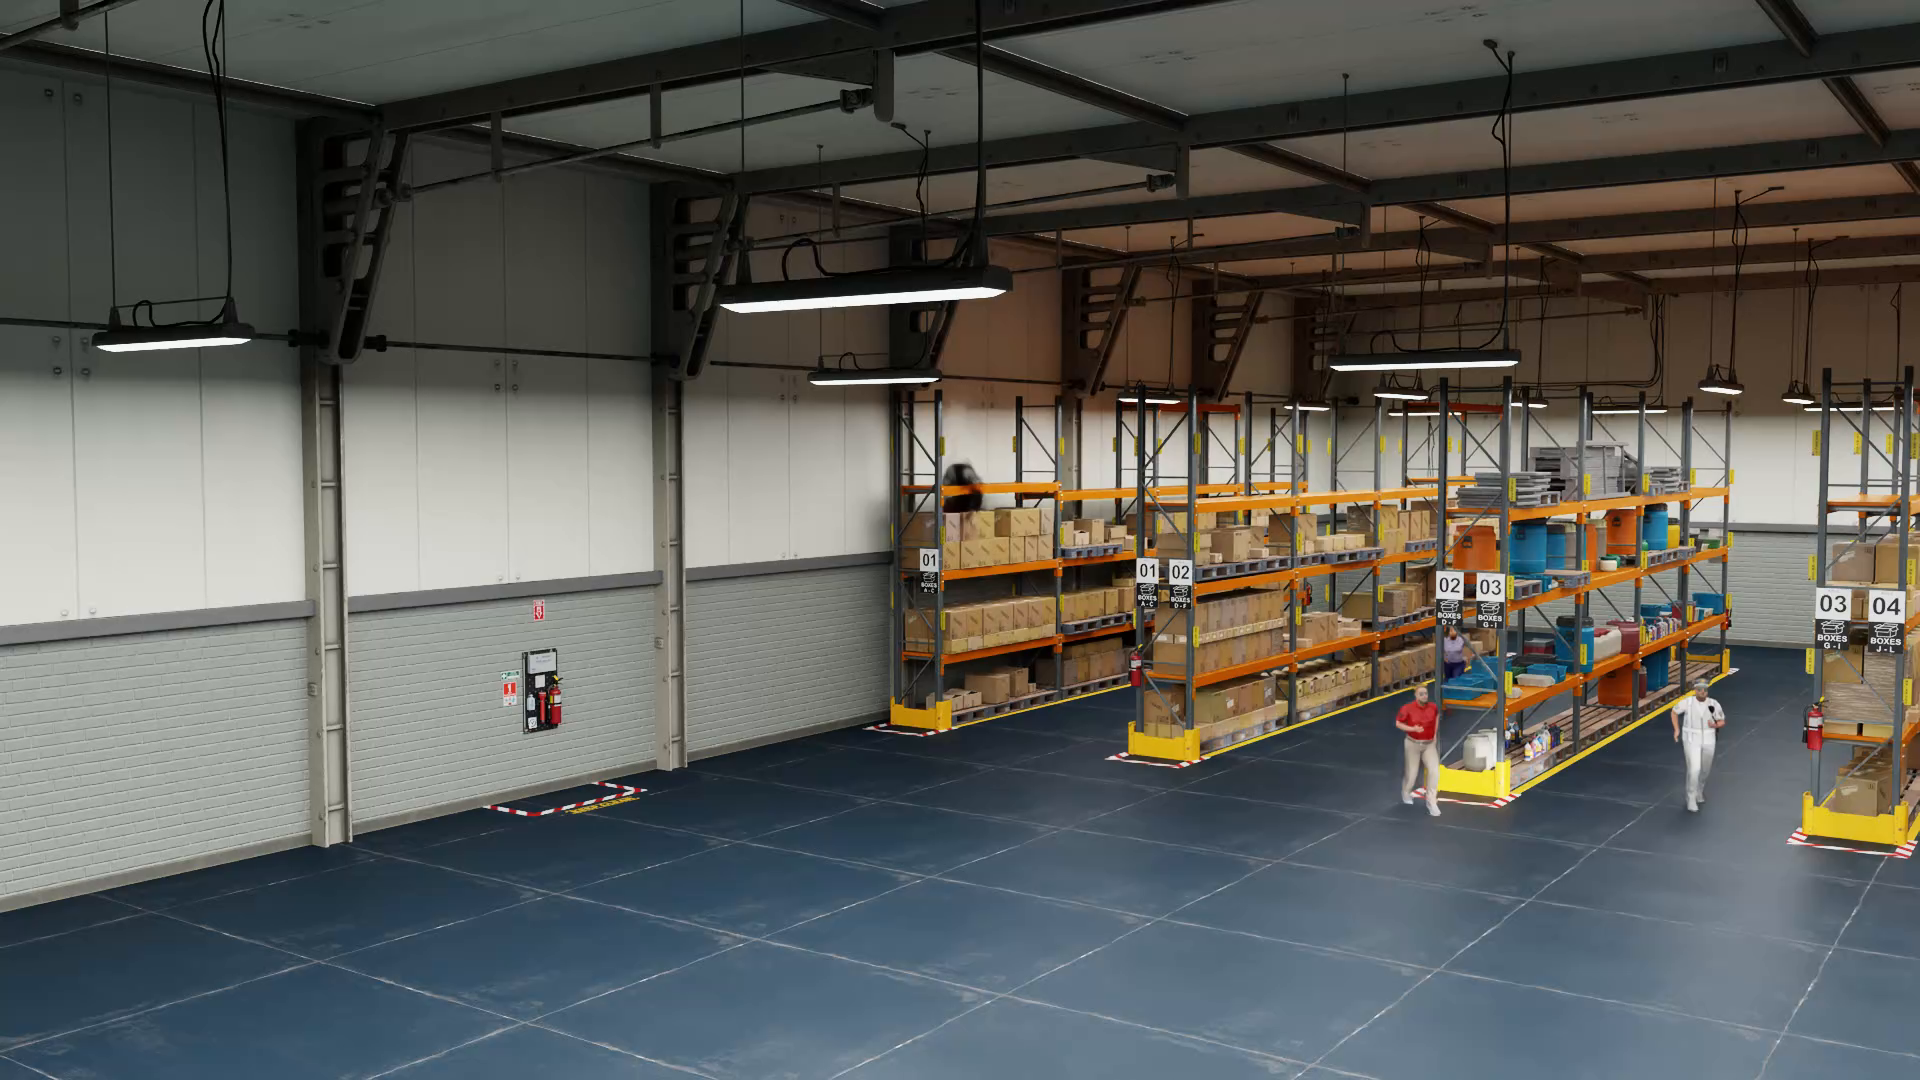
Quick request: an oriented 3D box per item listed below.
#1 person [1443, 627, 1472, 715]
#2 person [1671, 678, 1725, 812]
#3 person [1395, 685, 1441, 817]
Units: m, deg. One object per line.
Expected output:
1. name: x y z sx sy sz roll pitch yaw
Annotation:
1. person: 9.322 2.426 31.394 0.628 1.650 0.963 2 4 27
2. person: 10.240 2.823 23.039 0.636 1.840 0.776 0 3 9
3. person: 6.303 2.867 22.859 0.678 1.770 0.895 0 3 -3
